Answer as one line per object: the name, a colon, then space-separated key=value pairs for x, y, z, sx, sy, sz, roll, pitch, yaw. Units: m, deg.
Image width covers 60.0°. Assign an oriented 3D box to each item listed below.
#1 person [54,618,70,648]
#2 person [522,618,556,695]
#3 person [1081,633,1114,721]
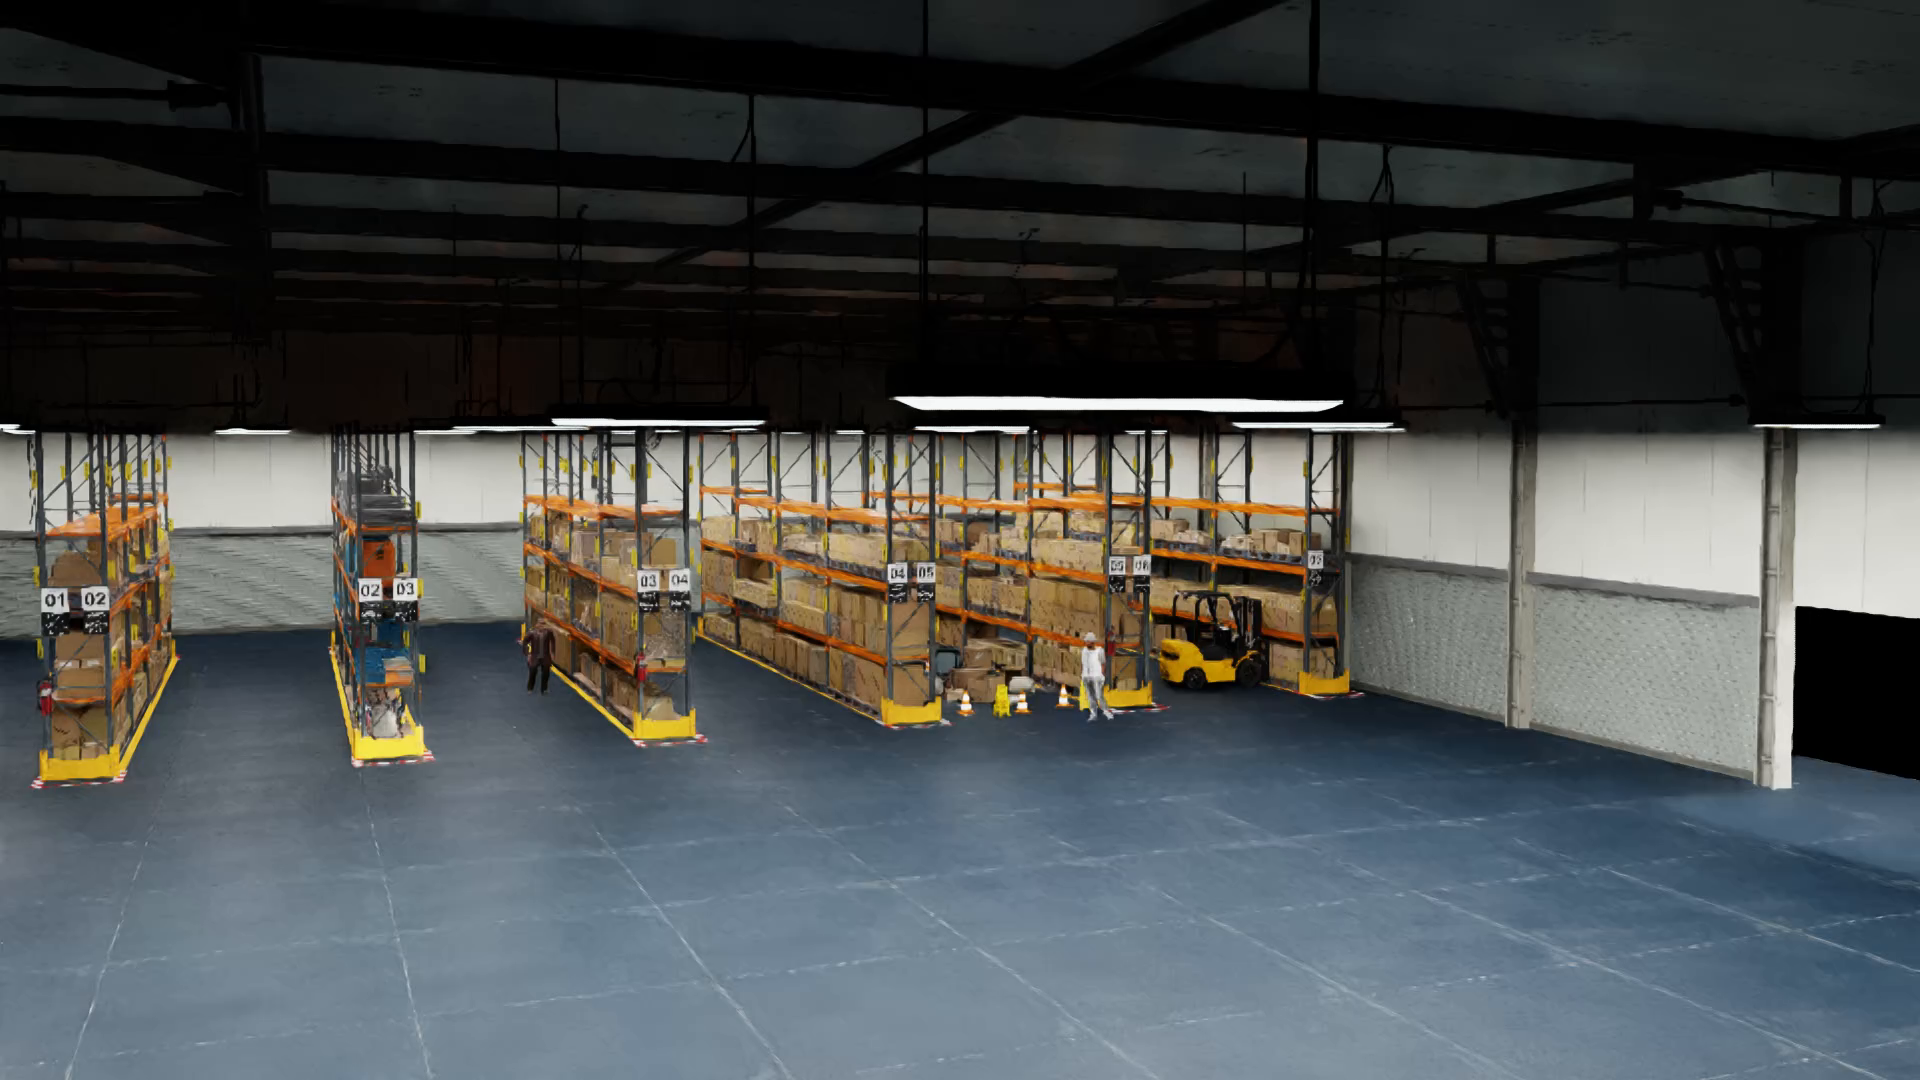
person: x=-24.084 y=2.030 z=44.919 sx=0.583 sy=1.751 sz=0.769 roll=1 pitch=4 yaw=14
person: x=-9.295 y=2.566 z=36.739 sx=0.729 sy=1.733 sz=0.544 roll=-2 pitch=4 yaw=-23
person: x=2.727 y=2.741 z=33.308 sx=0.709 sy=1.777 sz=0.456 roll=3 pitch=4 yaw=35
